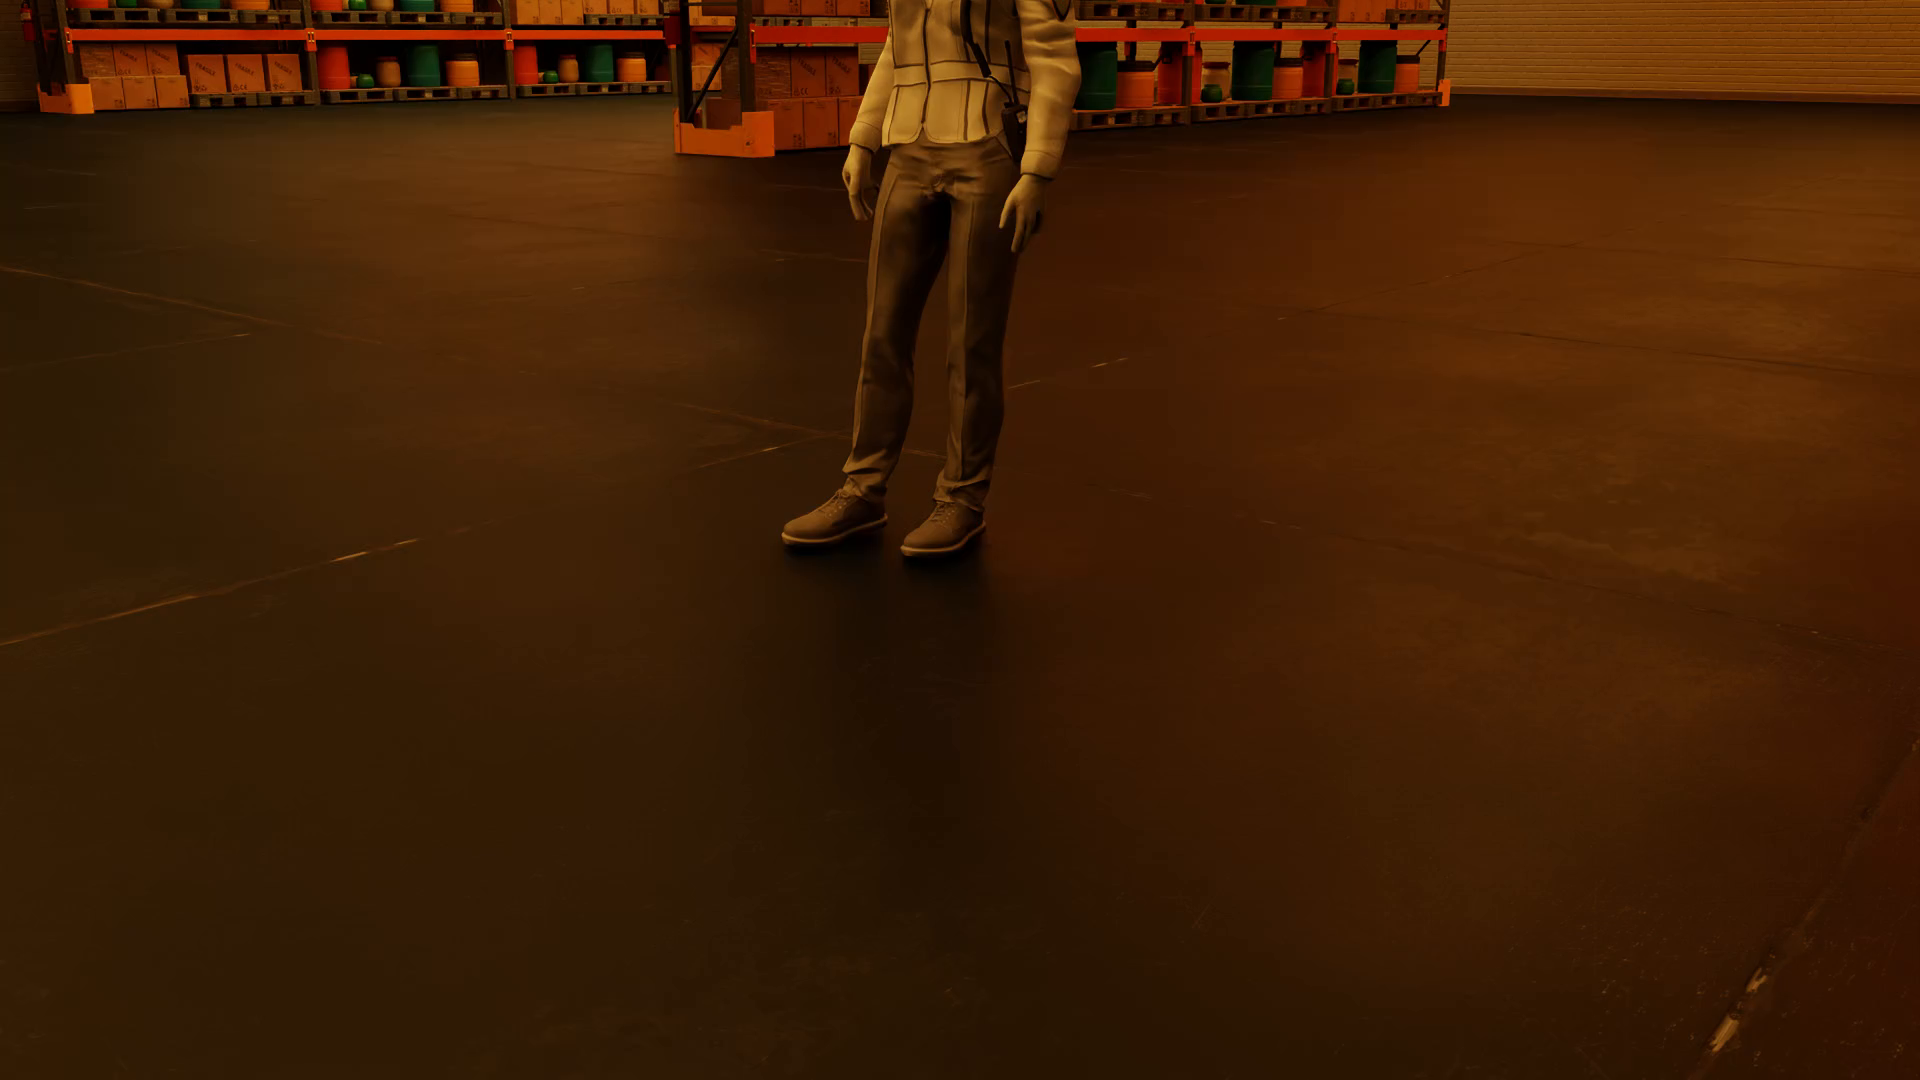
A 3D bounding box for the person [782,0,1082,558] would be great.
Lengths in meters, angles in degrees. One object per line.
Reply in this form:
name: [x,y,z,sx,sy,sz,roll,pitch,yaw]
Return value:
person: [-0.049,-0.804,3.647,0.587,1.695,0.531,13,21,37]
